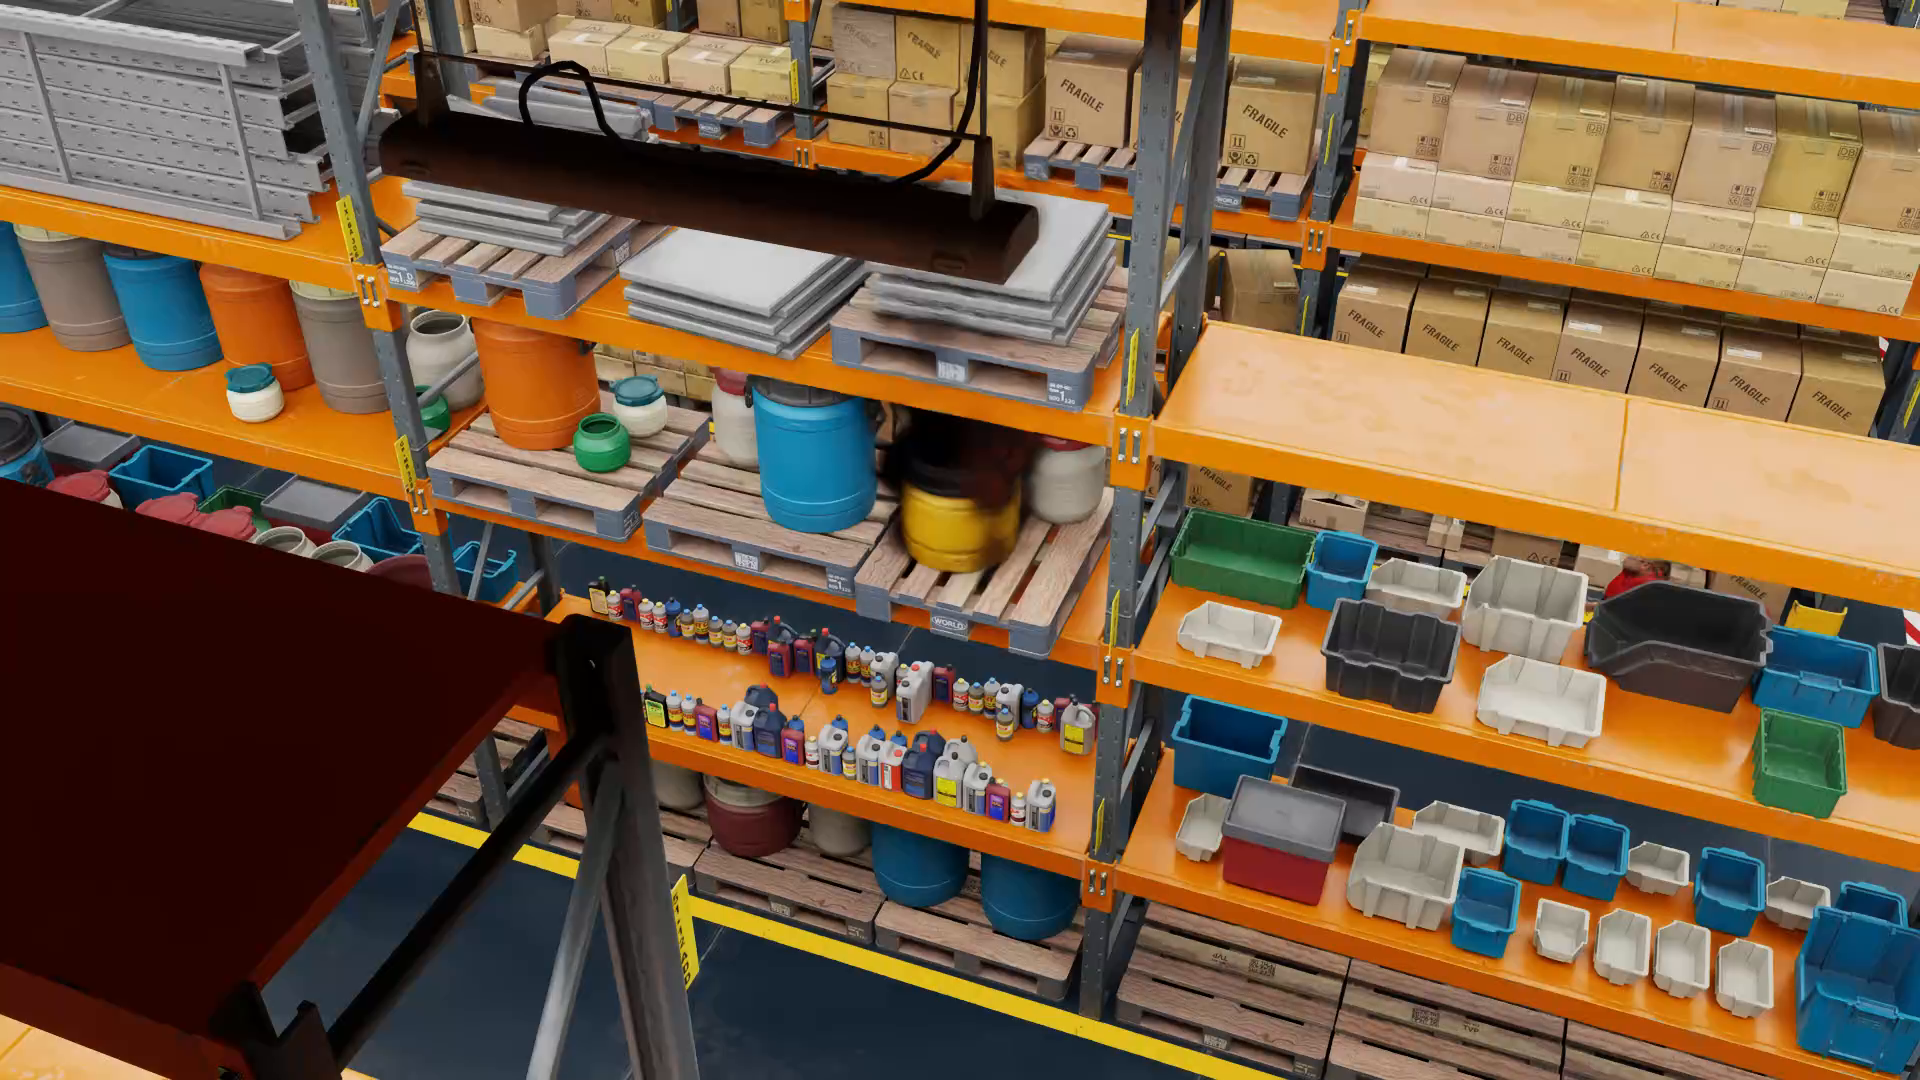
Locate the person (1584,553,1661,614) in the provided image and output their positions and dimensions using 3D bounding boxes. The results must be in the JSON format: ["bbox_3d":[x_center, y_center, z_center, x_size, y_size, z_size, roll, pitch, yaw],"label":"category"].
[{"bbox_3d":[4.480,0.714,11.039,0.760,1.685,0.659,6,37,8],"label":"person"}]
